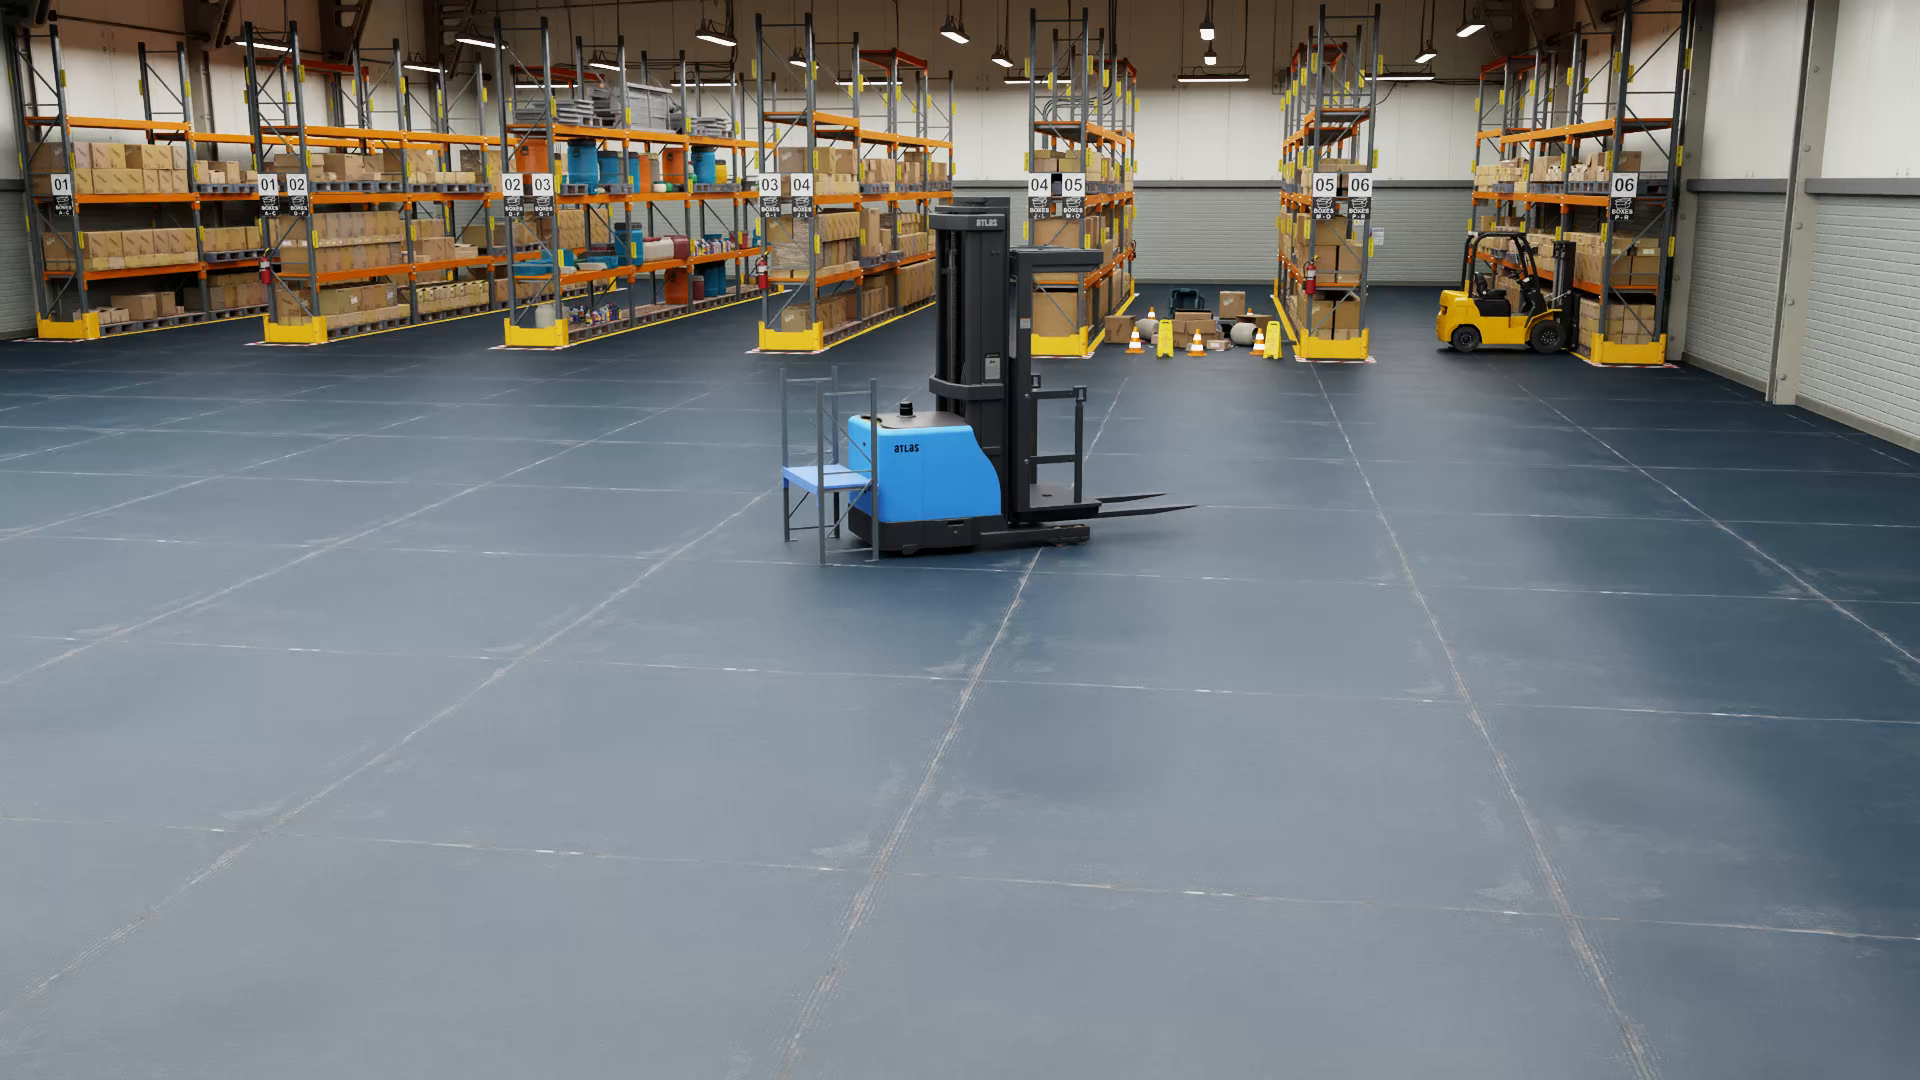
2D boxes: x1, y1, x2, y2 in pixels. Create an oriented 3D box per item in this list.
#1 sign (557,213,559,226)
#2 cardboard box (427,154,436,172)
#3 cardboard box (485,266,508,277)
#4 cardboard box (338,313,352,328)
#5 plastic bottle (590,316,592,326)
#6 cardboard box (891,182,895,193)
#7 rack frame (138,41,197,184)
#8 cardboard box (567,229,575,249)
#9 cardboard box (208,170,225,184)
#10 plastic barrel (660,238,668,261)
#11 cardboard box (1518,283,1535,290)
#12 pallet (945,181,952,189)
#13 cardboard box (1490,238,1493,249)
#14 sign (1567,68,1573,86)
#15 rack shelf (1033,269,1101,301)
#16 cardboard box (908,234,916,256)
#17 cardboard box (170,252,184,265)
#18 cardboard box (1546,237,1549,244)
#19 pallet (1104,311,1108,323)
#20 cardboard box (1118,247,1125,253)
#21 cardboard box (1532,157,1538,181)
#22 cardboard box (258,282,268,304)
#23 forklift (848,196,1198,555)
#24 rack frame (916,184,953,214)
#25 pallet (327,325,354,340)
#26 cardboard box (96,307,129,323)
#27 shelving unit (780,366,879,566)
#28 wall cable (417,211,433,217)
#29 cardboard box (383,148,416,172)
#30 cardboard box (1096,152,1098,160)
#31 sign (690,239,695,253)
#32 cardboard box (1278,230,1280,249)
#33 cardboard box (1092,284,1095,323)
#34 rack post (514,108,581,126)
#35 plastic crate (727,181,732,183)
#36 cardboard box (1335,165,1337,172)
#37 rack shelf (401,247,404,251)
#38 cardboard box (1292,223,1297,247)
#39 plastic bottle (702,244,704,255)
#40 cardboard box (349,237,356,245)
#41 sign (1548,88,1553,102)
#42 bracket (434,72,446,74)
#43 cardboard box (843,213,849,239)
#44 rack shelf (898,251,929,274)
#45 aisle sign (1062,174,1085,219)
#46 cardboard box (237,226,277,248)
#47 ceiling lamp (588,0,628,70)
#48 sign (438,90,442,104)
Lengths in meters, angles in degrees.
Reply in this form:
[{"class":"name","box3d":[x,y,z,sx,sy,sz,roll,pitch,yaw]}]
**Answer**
[{"class":"sign","box3d":[-10.557,-8.391,43.563,0.100,0.325,0.005,2,12,9]},{"class":"cardboard box","box3d":[-15.229,-10.688,47.187,0.500,0.500,0.500,2,12,8]},{"class":"cardboard box","box3d":[-11.652,-6.797,42.021,0.500,0.250,0.500,2,12,8]},{"class":"cardboard box","box3d":[-12.576,-4.414,33.387,0.500,0.250,0.500,2,12,9]},{"class":"plastic bottle","box3d":[-7.455,-4.419,33.478,0.097,0.201,0.097,0,12,0]},{"class":"cardboard box","box3d":[-1.764,-7.974,37.612,0.500,0.250,0.500,2,12,9]},{"class":"rack frame","box3d":[-17.232,-9.270,36.146,1.000,3.000,0.127,2,12,9]},{"class":"cardboard box","box3d":[-10.683,-8.096,44.700,0.500,0.500,0.500,2,12,10]},{"class":"cardboard box","box3d":[-16.974,-8.205,37.538,0.500,0.311,0.500,2,12,10]},{"class":"plastic barrel","box3d":[-6.839,-6.595,37.708,0.421,0.512,0.421,0,12,0]},{"class":"cardboard box","box3d":[12.590,-5.619,36.841,0.380,0.149,0.250,1,12,6]},{"class":"pallet","box3d":[-0.807,-9.622,45.111,1.003,0.211,1.213,2,12,9]},{"class":"cardboard box","box3d":[13.217,-7.226,40.552,0.500,0.250,0.500,2,12,10]},{"class":"sign","box3d":[11.611,-8.818,31.643,0.100,0.325,0.005,2,12,9]},{"class":"rack shelf","box3d":[2.029,-4.906,31.845,1.077,0.370,4.000,2,12,9]},{"class":"cardboard box","box3d":[-1.358,-7.148,40.302,0.500,0.500,0.500,2,12,9]},{"class":"cardboard box","box3d":[-17.090,-6.062,35.809,0.500,0.250,0.500,2,12,9]},{"class":"cardboard box","box3d":[12.149,-6.086,33.835,0.380,0.149,0.250,2,12,9]},{"class":"pallet","box3d":[2.756,-4.982,37.108,1.003,0.211,1.213,2,12,9]},{"class":"cardboard box","box3d":[3.934,-7.265,41.679,0.380,0.149,0.250,2,12,11]},{"class":"cardboard box","box3d":[12.412,-7.834,35.131,0.500,0.500,0.500,2,12,9]},{"class":"cardboard box","box3d":[-16.870,-5.908,39.676,0.700,0.500,0.500,2,12,9]},{"class":"forklift","box3d":[0.591,-1.479,14.399,3.031,2.935,1.130,-4,13,-20]},{"class":"rack frame","box3d":[-0.703,-8.354,46.135,1.000,3.000,0.127,2,12,9]},{"class":"pallet","box3d":[-12.875,-4.142,33.212,1.003,0.211,1.213,2,12,9]},{"class":"cardboard box","box3d":[-17.564,-4.665,34.357,0.500,0.311,0.500,3,13,13]},{"class":"shelving unit","box3d":[-1.101,-0.642,13.912,0.538,1.500,1.048,-5,13,-22]},{"class":"wall cable","box3d":[-16.124,-9.629,49.641,0.084,1.984,1.851,2,12,9]},{"class":"cardboard box","box3d":[-12.202,-8.269,36.204,0.500,0.500,0.500,2,12,9]},{"class":"cardboard box","box3d":[2.441,-7.364,31.893,0.380,0.149,0.250,2,12,9]},{"class":"sign","box3d":[-6.283,-6.912,39.059,0.100,0.325,0.005,2,12,9]},{"class":"cardboard box","box3d":[8.732,-7.991,44.214,0.500,0.500,0.500,2,12,8]},{"class":"cardboard box","box3d":[2.344,-4.912,34.507,1.050,0.750,0.750,2,12,8]},{"class":"rack post","box3d":[-7.816,-8.025,31.557,0.937,0.300,0.954,3,13,15]},{"class":"plastic crate","box3d":[-6.243,-9.471,44.482,0.437,0.282,0.530,2,12,9]},{"class":"cardboard box","box3d":[6.466,-6.568,29.431,0.380,0.149,0.250,2,12,10]},{"class":"rack shelf","box3d":[-15.694,-8.067,46.513,1.077,0.370,4.000,2,12,9]},{"class":"cardboard box","box3d":[7.561,-6.681,36.432,0.500,0.500,0.500,2,12,7]},{"class":"plastic bottle","box3d":[-6.269,-7.061,40.442,0.097,0.271,0.097,0,12,0]},{"class":"cardboard box","box3d":[-12.482,-6.054,33.686,0.380,0.149,0.250,2,12,8]},{"class":"sign","box3d":[13.928,-10.490,39.214,0.100,0.325,0.005,2,12,9]},{"class":"bracket","box3d":[-15.539,-14.020,49.642,0.235,0.232,0.430,2,12,9]},{"class":"cardboard box","box3d":[-2.499,-6.228,32.955,0.500,0.500,0.500,2,12,9]},{"class":"rack shelf","box3d":[-1.626,-6.753,40.416,1.077,0.370,4.000,2,12,9]},{"class":"aisle sign","box3d":[2.007,-6.088,29.450,0.394,0.787,0.004,2,12,9]},{"class":"cardboard box","box3d":[-16.738,-7.218,39.586,0.700,0.500,0.500,1,12,3]},{"class":"ceiling lamp","box3d":[-8.565,-13.367,41.302,0.800,3.185,2.000,2,12,9]},{"class":"sign","box3d":[-12.259,-10.454,39.234,0.100,0.325,0.005,2,12,9]}]
